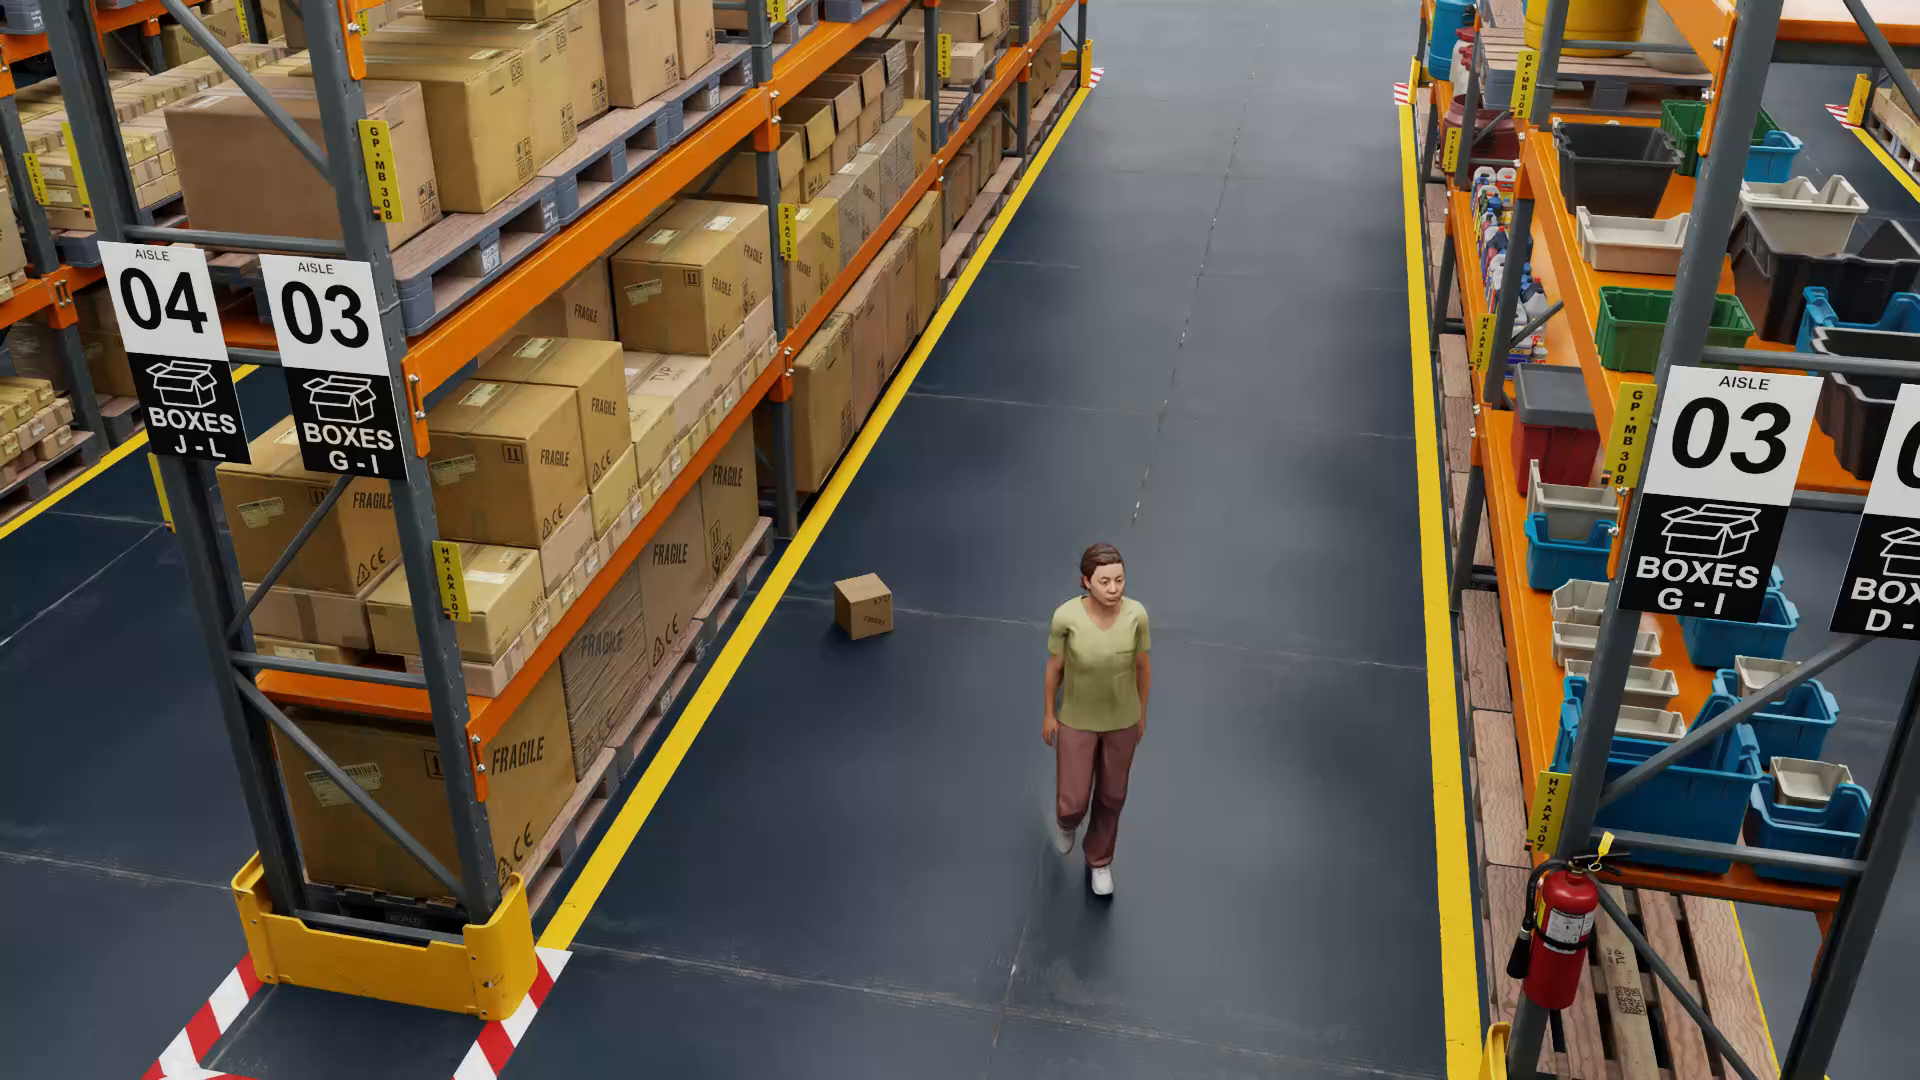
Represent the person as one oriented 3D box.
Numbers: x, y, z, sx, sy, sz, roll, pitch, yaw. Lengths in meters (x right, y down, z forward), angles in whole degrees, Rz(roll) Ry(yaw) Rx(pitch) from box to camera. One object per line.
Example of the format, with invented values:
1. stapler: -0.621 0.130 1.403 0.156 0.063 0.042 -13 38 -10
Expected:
1. person: 0.591 0.774 7.161 0.468 1.668 0.487 -3 29 -6
